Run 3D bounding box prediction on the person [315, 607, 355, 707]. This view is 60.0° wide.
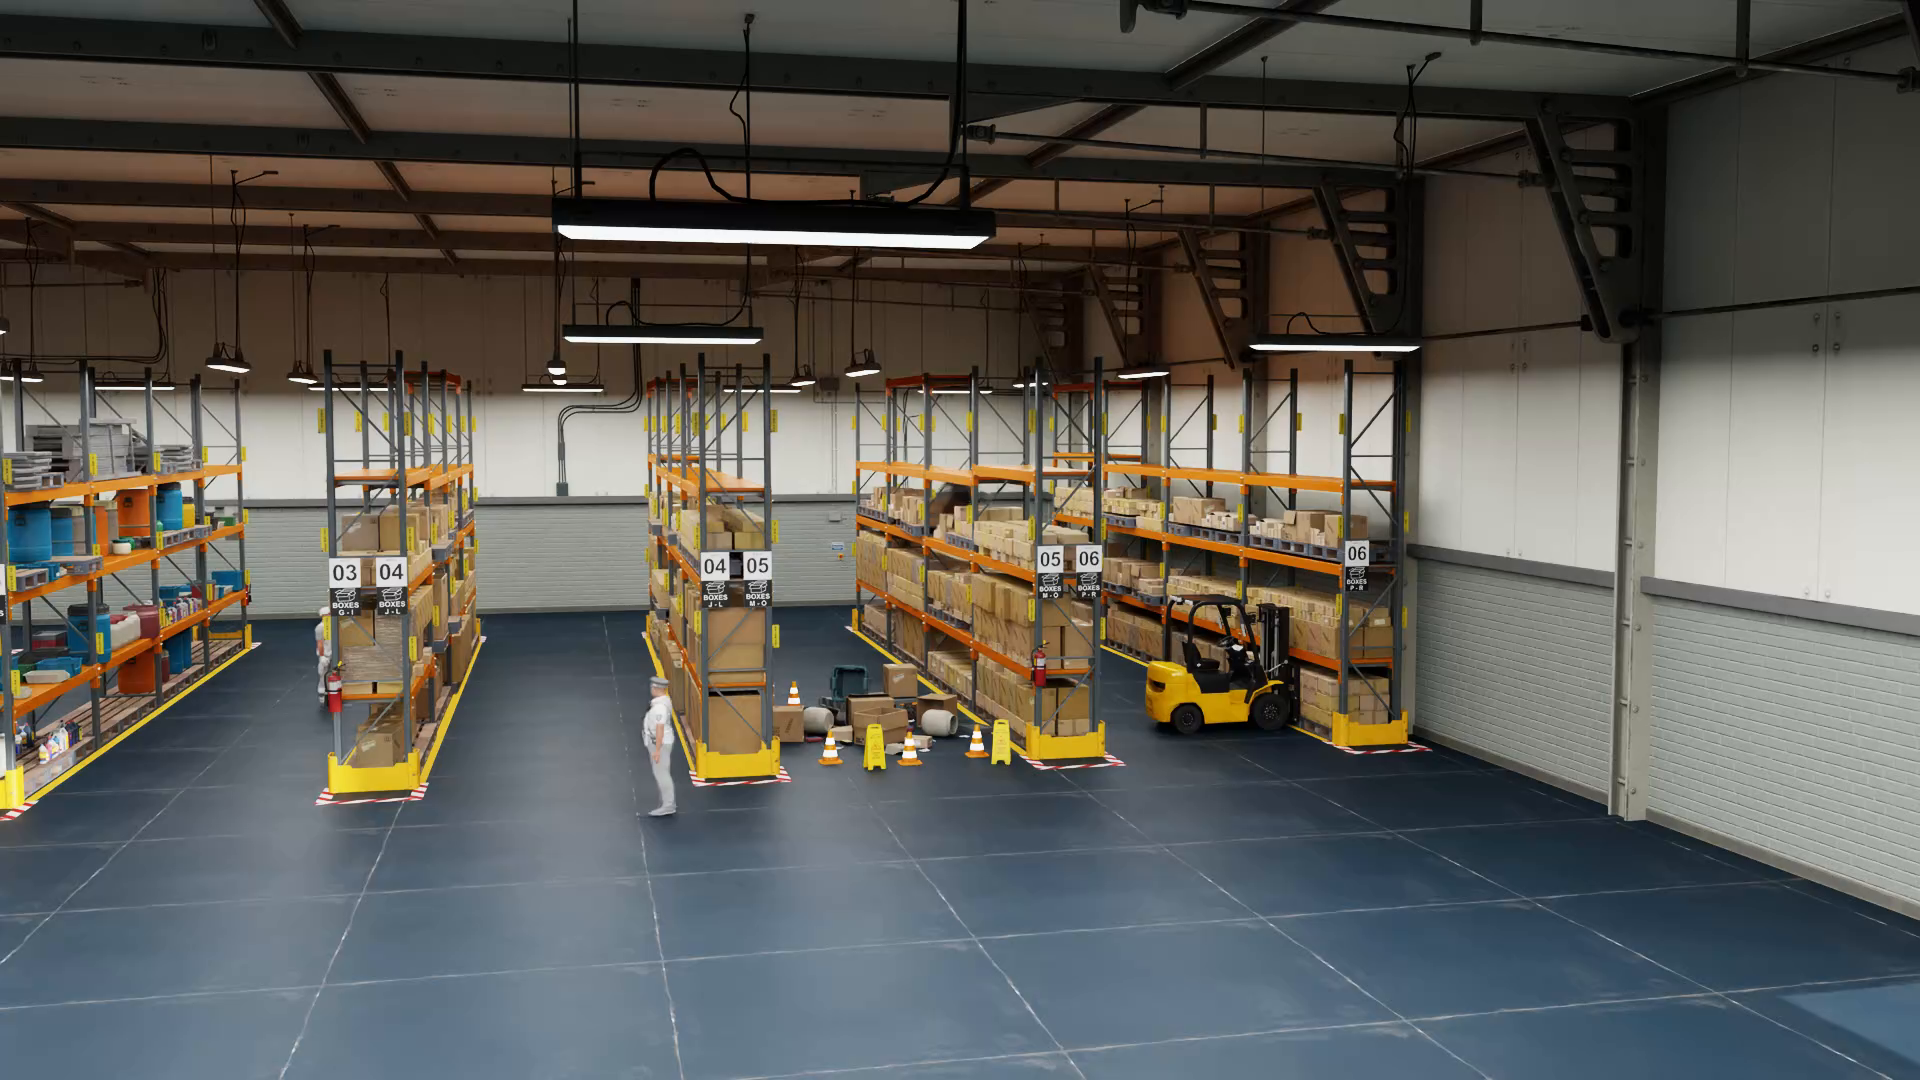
[{"bbox_3d":[-11.088,2.077,29.340,0.616,1.791,0.553,2,4,28],"label":"person"}]

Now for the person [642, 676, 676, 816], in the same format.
[{"bbox_3d":[-3.867,2.648,21.336,0.414,1.805,0.668,-1,4,-9],"label":"person"}]
